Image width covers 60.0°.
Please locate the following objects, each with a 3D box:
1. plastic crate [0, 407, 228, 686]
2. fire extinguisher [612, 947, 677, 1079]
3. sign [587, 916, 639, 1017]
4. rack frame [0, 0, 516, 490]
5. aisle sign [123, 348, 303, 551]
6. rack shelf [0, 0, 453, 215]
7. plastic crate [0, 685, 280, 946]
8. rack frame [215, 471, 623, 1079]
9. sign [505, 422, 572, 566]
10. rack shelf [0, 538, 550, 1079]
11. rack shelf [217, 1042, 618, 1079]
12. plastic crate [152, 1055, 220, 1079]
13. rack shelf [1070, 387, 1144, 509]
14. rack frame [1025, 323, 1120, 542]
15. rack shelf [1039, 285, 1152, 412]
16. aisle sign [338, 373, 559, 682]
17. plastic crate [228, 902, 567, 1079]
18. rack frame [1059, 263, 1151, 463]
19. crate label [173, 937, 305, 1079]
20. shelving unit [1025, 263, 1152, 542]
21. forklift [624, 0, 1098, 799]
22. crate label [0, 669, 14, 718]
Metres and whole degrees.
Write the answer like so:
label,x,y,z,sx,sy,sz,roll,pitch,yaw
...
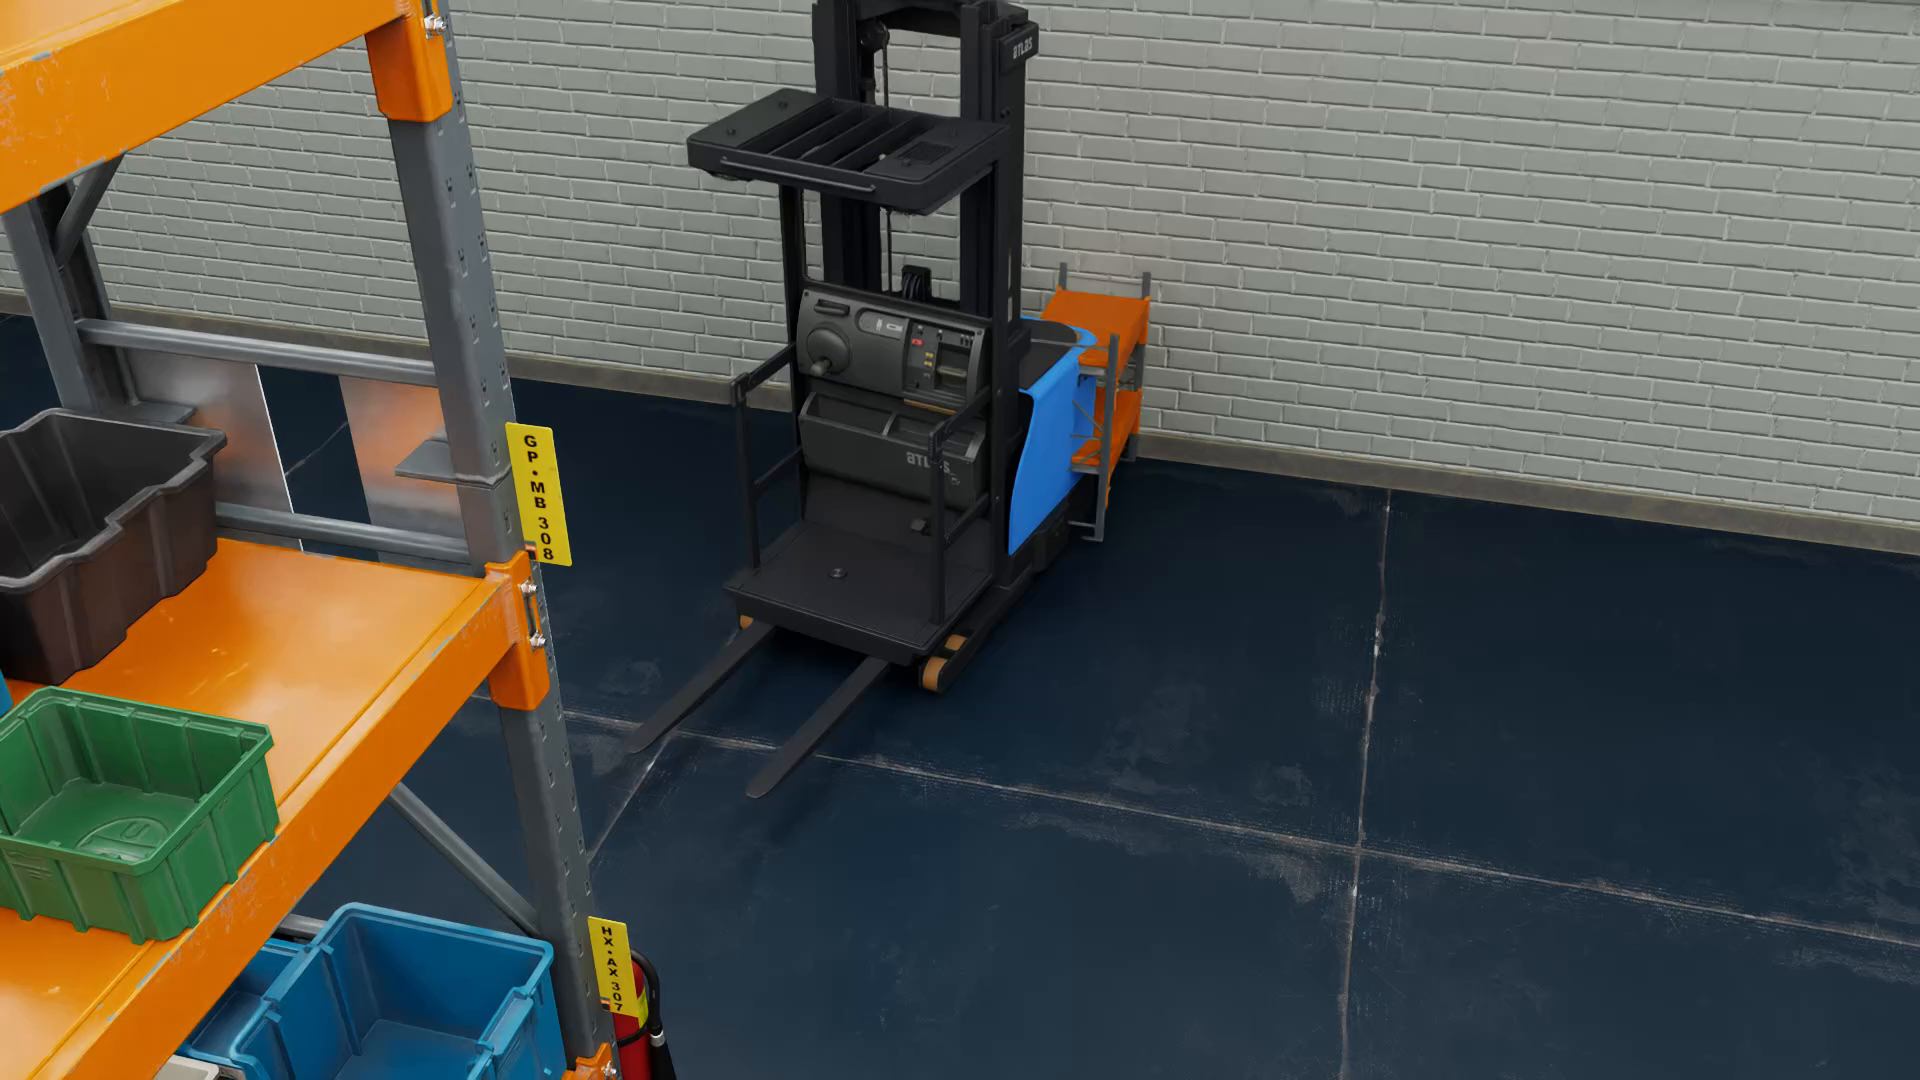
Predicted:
label,x,y,z,sx,sy,sz,roll,pitch,yaw
plastic crate,-1.763,0.016,3.255,0.497,0.269,0.590,8,33,12
fire extinguisher,-0.918,1.239,4.426,0.296,0.674,0.183,8,33,12
sign,-0.860,1.063,4.131,0.100,0.325,0.005,8,33,12
rack frame,-1.396,-1.467,2.669,1.000,3.000,0.127,8,33,12
aisle sign,-1.665,-0.110,3.704,0.394,0.787,0.004,8,33,12
rack shelf,-1.904,0.043,1.337,1.077,0.370,4.000,8,33,12
plastic crate,-1.370,0.439,2.665,0.450,0.188,0.336,8,33,12
rack frame,-1.396,1.065,4.279,1.000,3.000,0.127,8,33,12
sign,-0.860,-0.090,3.398,0.100,0.325,0.005,8,33,12
rack shelf,-1.904,1.140,2.035,1.077,0.370,4.000,8,33,12
rack shelf,-1.904,2.406,2.839,1.077,0.370,4.000,8,33,12
plastic crate,-1.939,1.389,3.958,0.250,0.136,0.298,8,33,12
rack shelf,0.634,-0.539,8.923,0.538,0.278,1.000,9,28,12
rack frame,0.512,-0.530,8.373,0.500,1.125,0.032,9,28,12
rack shelf,0.651,-1.014,8.674,0.538,0.278,1.000,9,28,12
aisle sign,-1.094,-0.030,3.578,0.394,0.787,0.004,8,33,12
plastic crate,-1.300,1.224,3.940,0.616,0.435,0.499,8,33,12
rack frame,0.771,-0.980,9.247,0.500,1.125,0.032,9,28,12
crate label,-1.777,1.194,4.177,0.416,0.233,0.303,8,33,12
shelving unit,0.642,-0.755,8.810,0.538,1.125,1.048,9,28,12
forklift,-0.414,-0.810,7.292,1.130,2.935,3.031,16,36,23
crate label,-1.943,0.297,2.830,0.408,0.251,0.502,8,33,12
